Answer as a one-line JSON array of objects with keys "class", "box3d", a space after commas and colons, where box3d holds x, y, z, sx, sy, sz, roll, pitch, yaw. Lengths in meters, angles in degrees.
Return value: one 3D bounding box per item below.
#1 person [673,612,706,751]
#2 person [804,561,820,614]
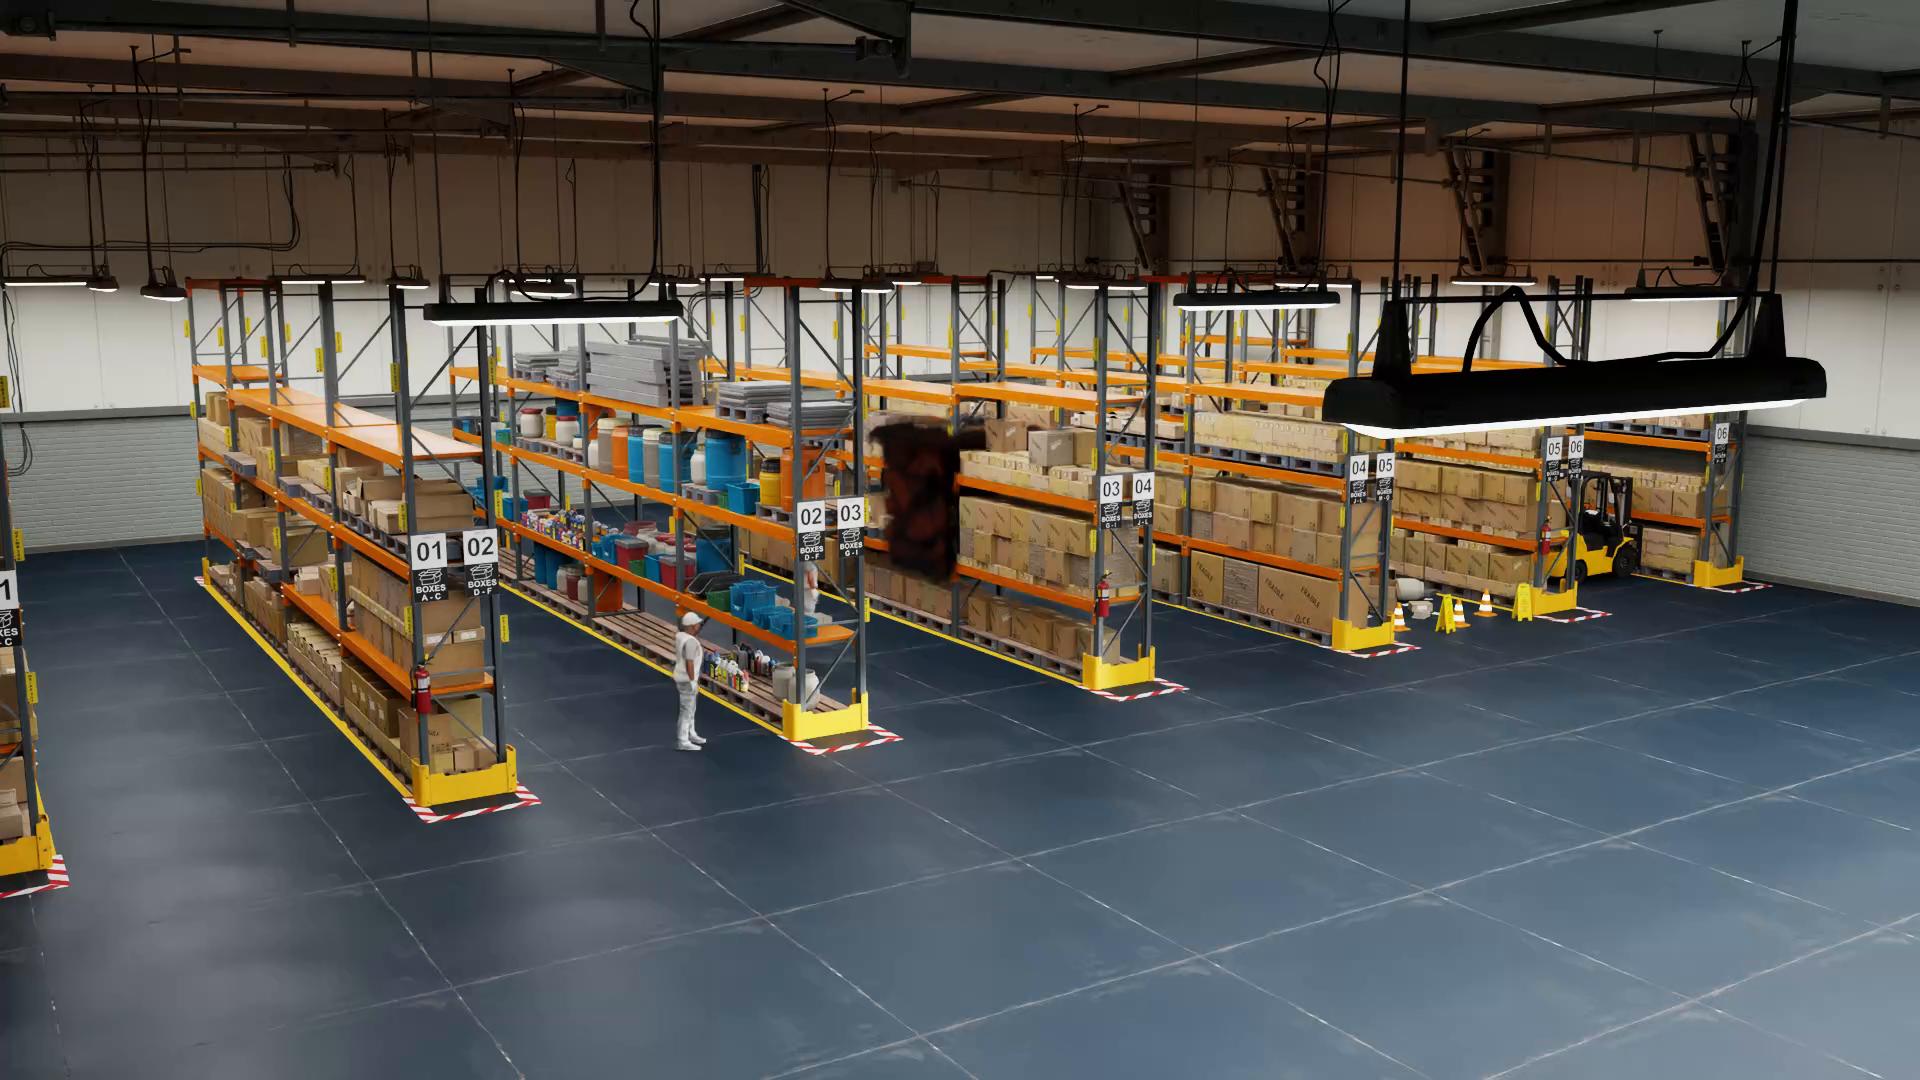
[{"class": "person", "box3d": [-3.551, 1.830, 21.772, 0.412, 1.797, 0.640, -2, 10, -11]}, {"class": "person", "box3d": [-2.397, 0.791, 26.252, 0.492, 1.823, 0.585, -1, 10, -7]}]
